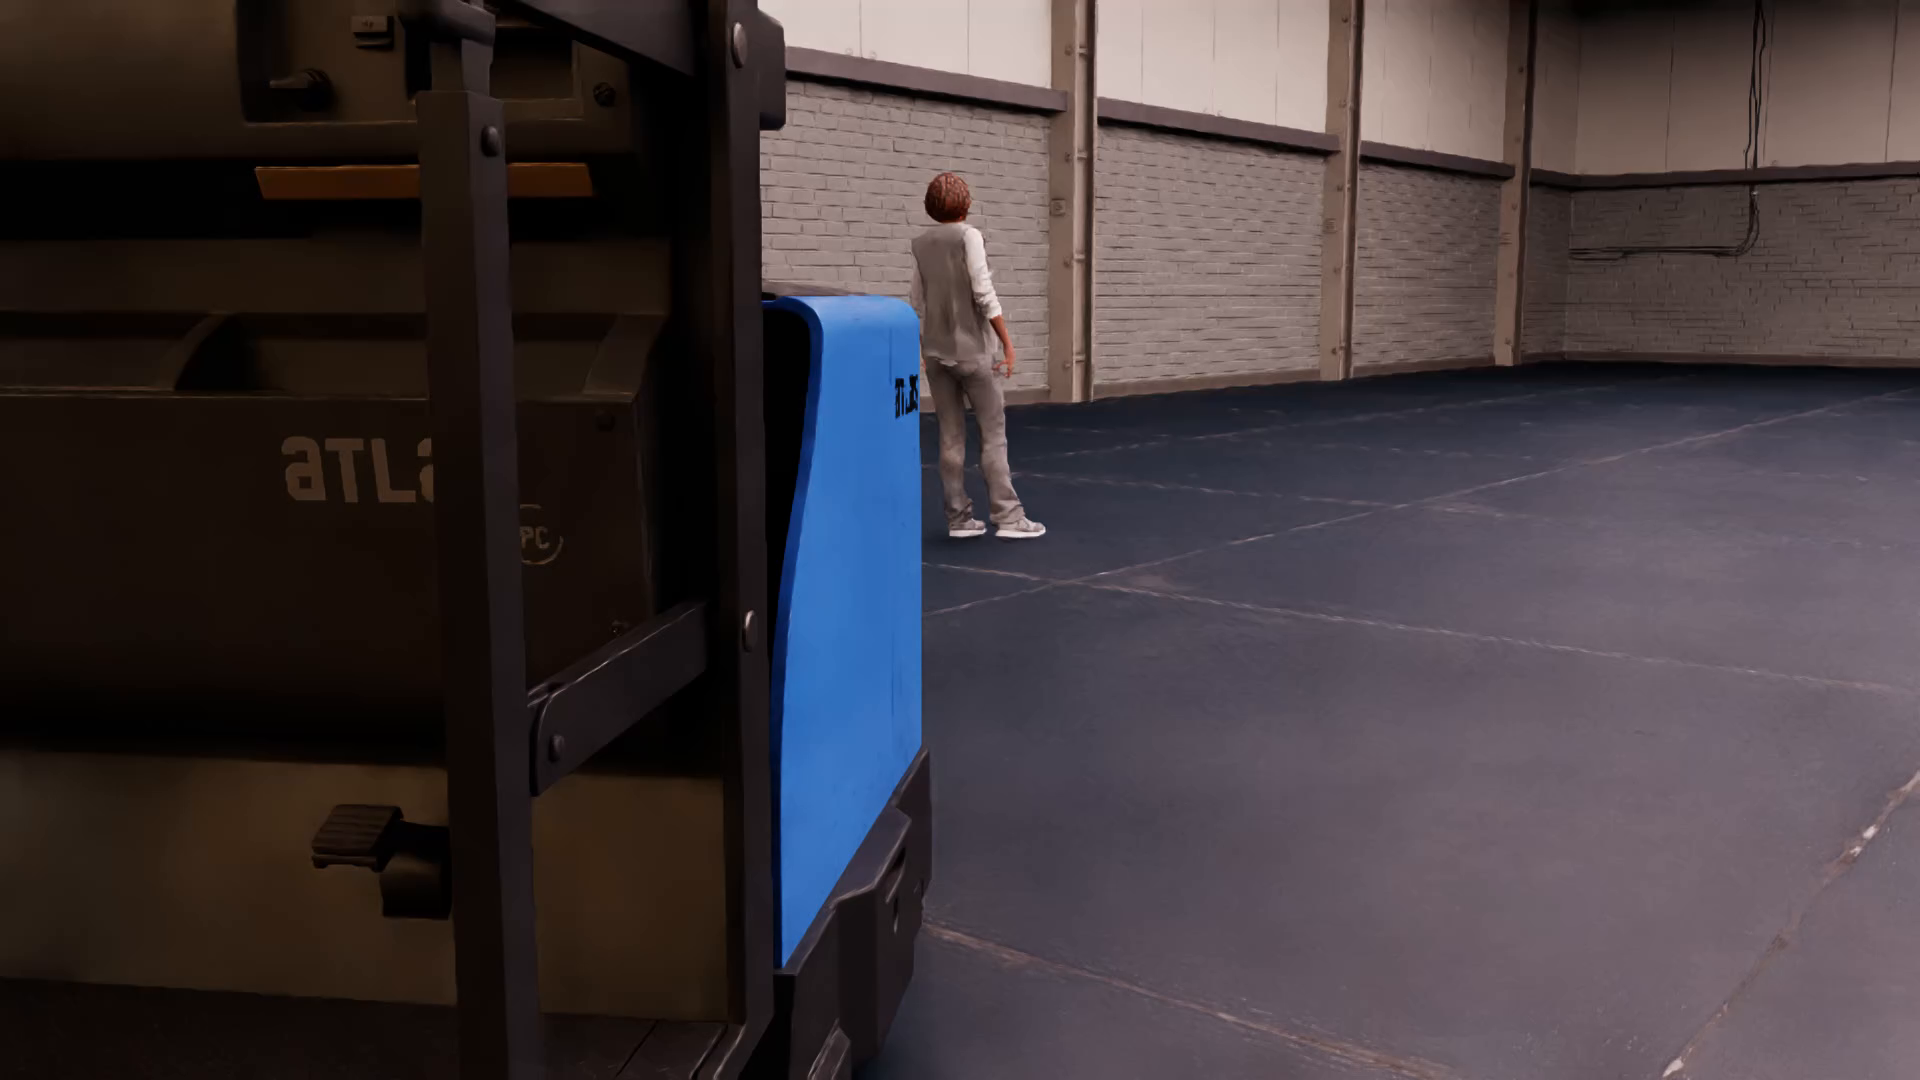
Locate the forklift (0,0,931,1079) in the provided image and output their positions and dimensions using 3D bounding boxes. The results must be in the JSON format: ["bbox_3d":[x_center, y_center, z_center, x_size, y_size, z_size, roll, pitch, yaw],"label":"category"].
[{"bbox_3d":[-0.774,-0.597,1.362,1.130,2.935,3.031,1,8,8],"label":"forklift"}]

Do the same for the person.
[{"bbox_3d":[0.057,-0.804,7.337,0.521,1.597,0.474,7,11,38],"label":"person"}]
